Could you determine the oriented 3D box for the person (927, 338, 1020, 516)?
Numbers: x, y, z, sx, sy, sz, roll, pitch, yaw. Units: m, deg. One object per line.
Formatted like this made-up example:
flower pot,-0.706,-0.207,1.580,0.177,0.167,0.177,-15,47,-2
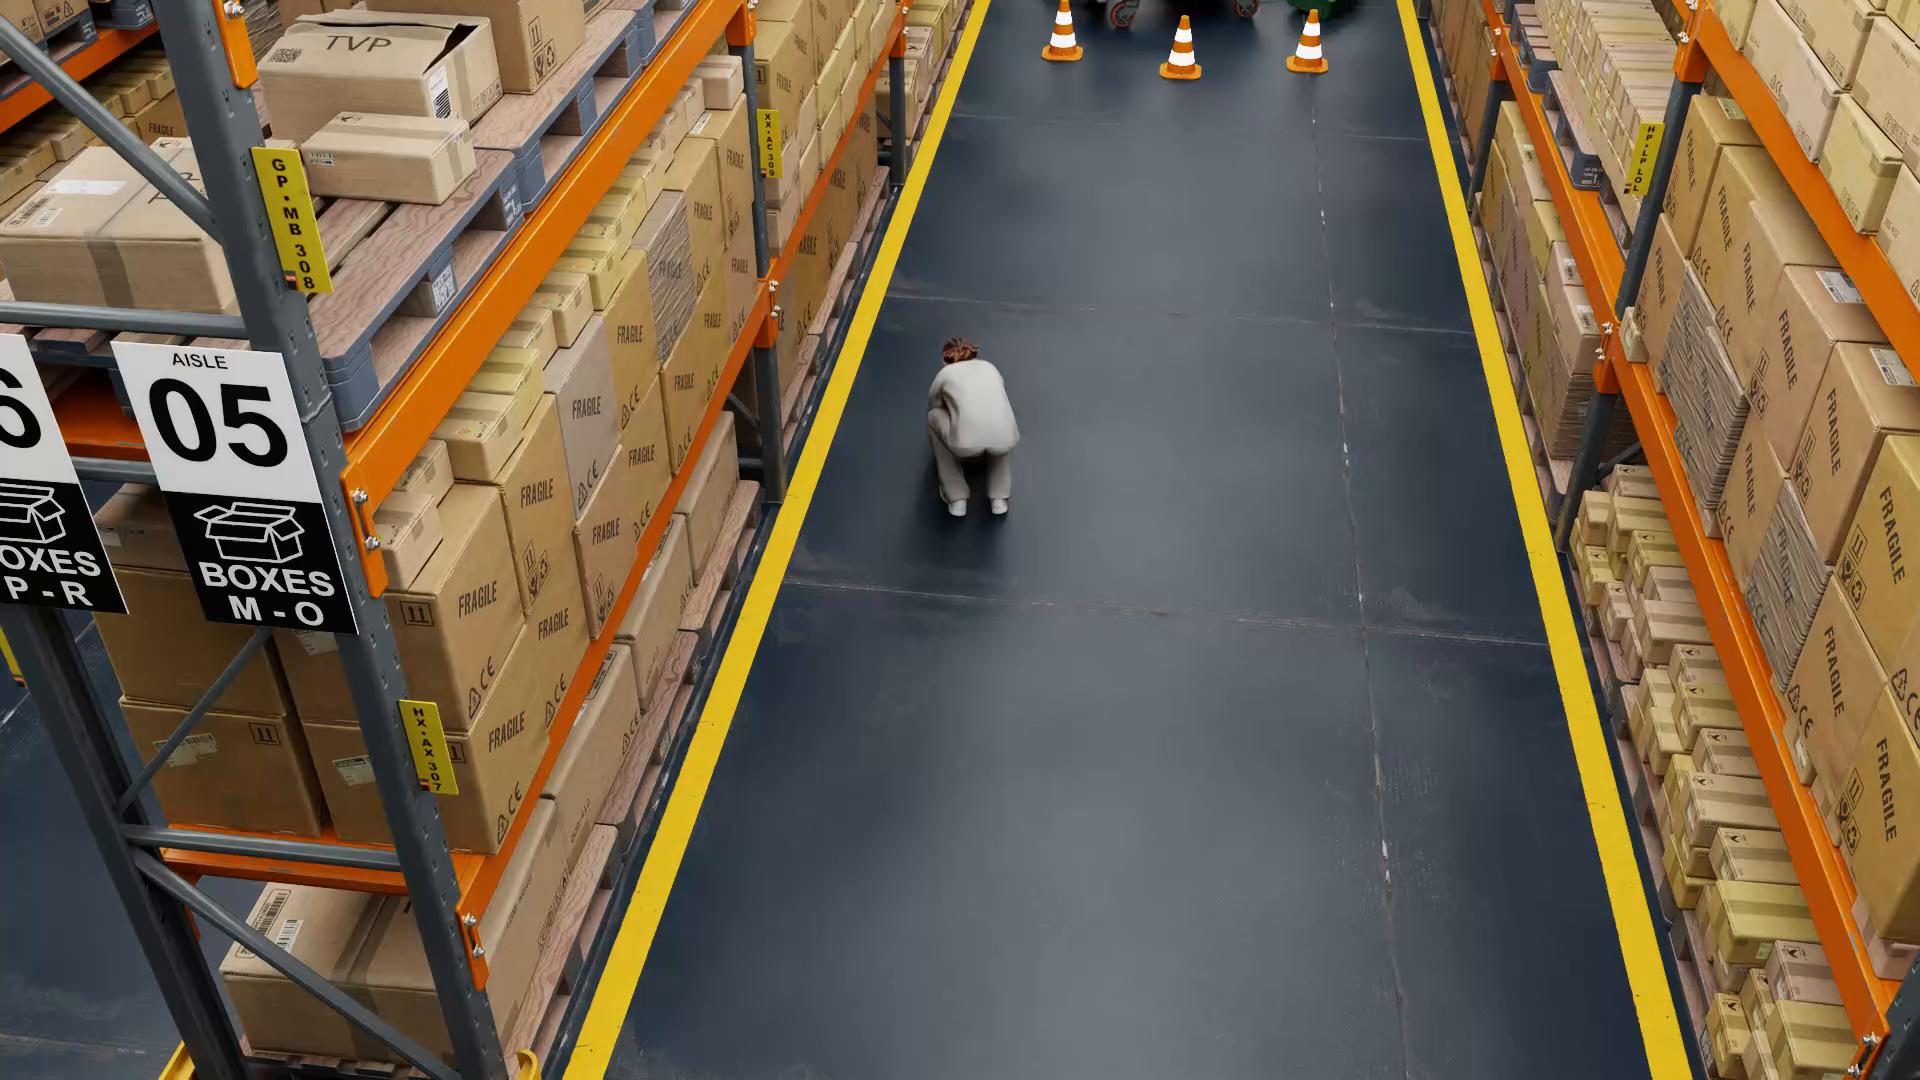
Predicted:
person,0.060,-0.594,8.652,0.457,0.757,0.876,-4,36,-6
